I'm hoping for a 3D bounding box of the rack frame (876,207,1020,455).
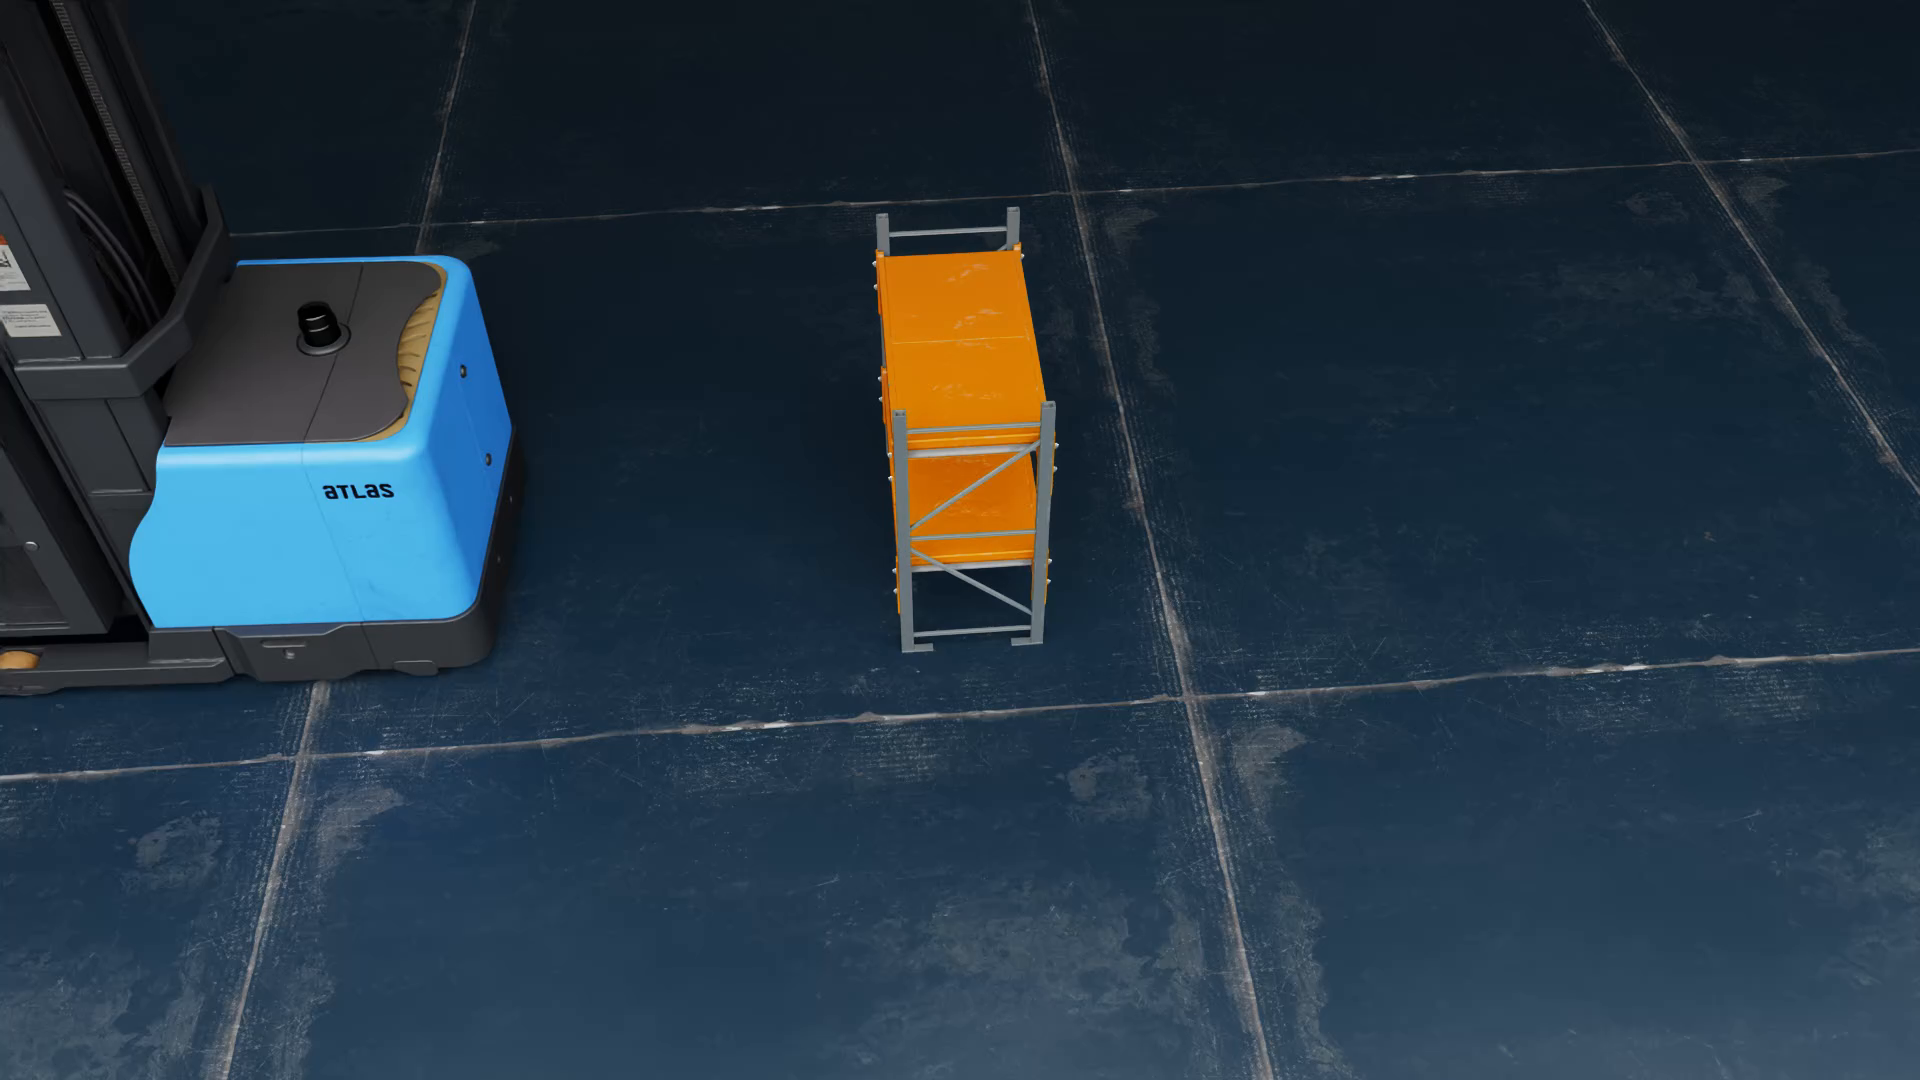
[{"bbox_3d":[-0.042,-0.750,6.185,0.500,1.125,0.032,-3,47,-3],"label":"rack frame"}]

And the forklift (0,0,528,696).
[{"bbox_3d":[-3.157,-0.859,5.044,3.031,2.935,1.130,-2,47,-2],"label":"forklift"}]

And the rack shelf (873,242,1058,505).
[{"bbox_3d":[0.001,-0.583,5.624,0.538,0.278,1.000,-3,47,-3],"label":"rack shelf"}]

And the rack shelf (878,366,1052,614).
[{"bbox_3d":[0.001,-0.214,6.014,0.538,0.278,1.000,-3,47,-3],"label":"rack shelf"}]

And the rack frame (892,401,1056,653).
[{"bbox_3d":[0.043,-0.014,5.489,0.500,1.125,0.032,-3,47,-3],"label":"rack frame"}]

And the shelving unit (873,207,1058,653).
[{"bbox_3d":[0.001,-0.382,5.837,0.538,1.125,1.048,-3,47,-3],"label":"shelving unit"}]
